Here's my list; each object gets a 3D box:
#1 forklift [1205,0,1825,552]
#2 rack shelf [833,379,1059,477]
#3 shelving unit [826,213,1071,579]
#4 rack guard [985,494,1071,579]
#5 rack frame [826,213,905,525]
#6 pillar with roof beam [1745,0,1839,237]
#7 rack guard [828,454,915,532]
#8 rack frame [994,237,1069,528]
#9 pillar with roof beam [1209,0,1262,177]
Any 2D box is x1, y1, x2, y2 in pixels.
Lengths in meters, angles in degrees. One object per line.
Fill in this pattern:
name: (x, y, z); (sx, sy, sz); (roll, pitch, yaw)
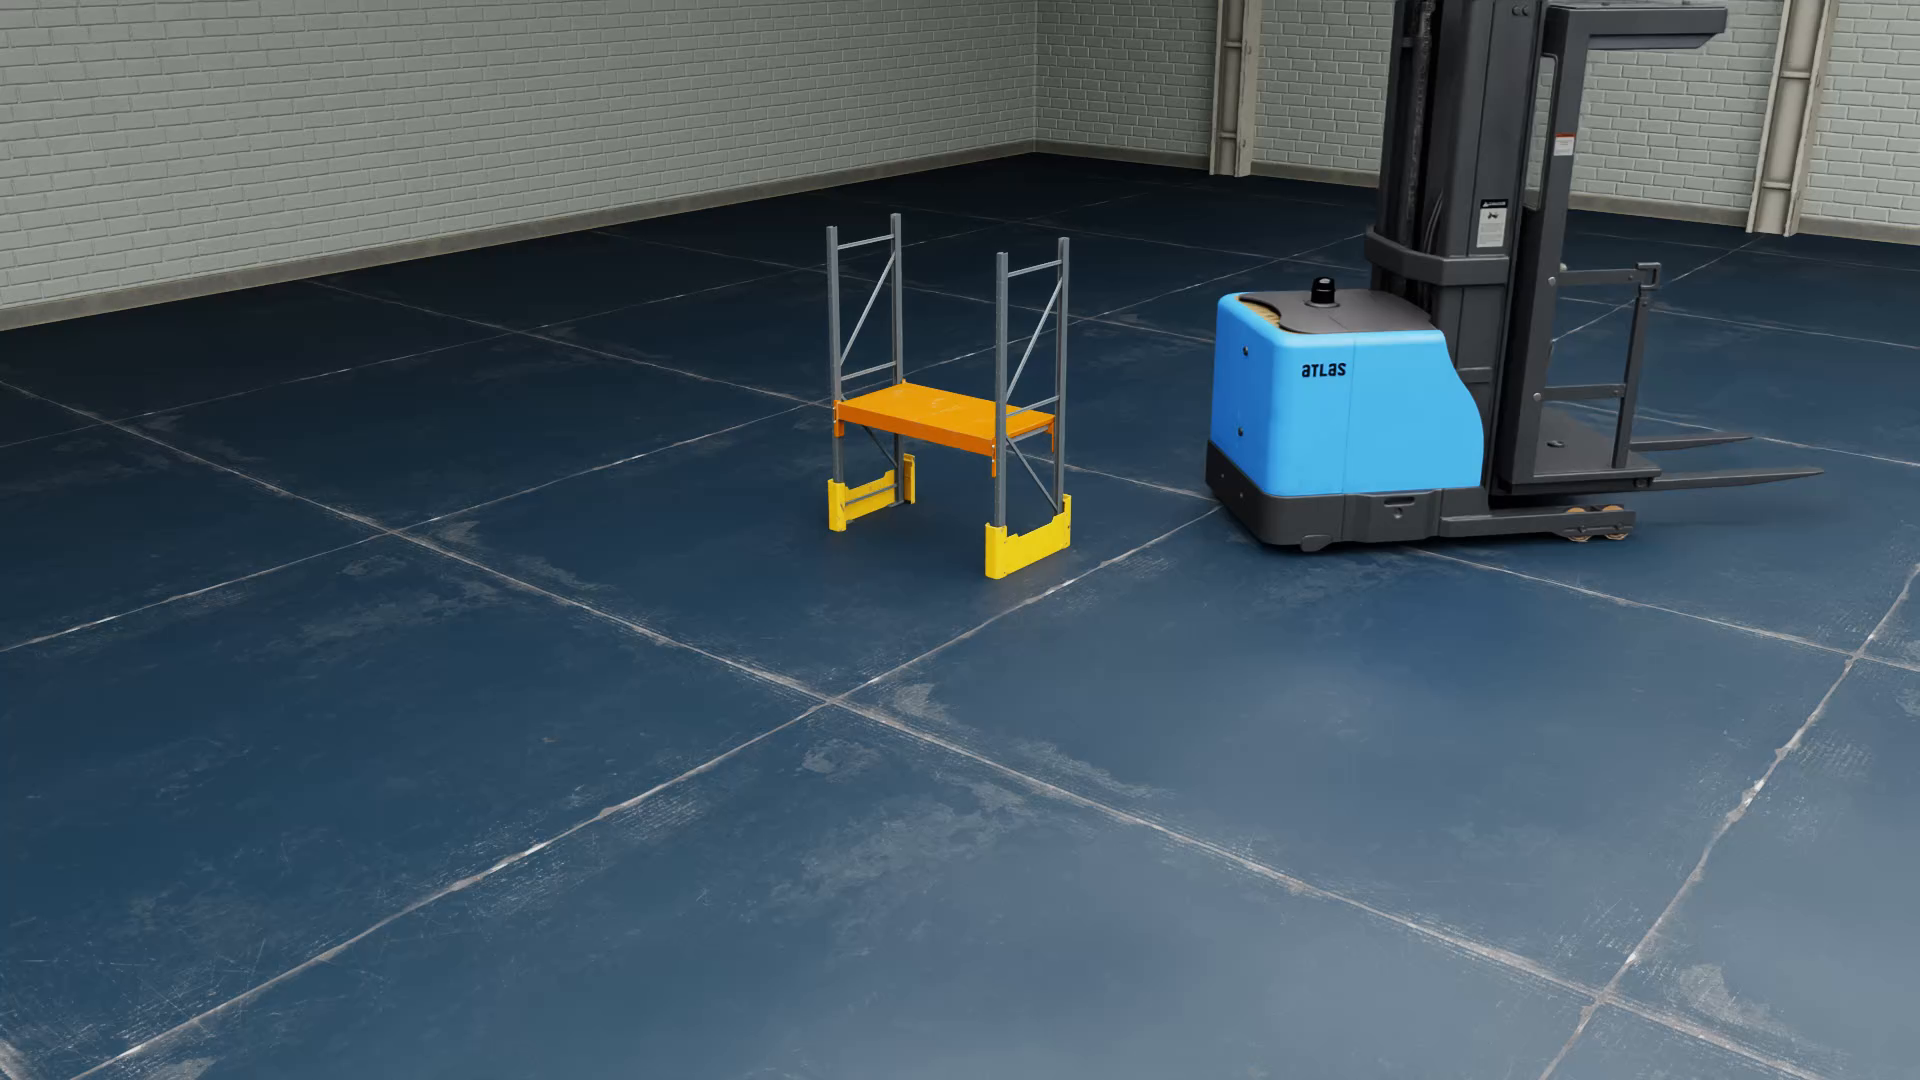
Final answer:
forklift: (2.857, -1.541, 8.100); (3.031, 2.935, 1.130); (-3, 21, -9)
rack shelf: (-0.066, -0.552, 8.017); (1.000, 0.185, 0.538); (16, 26, 36)
shelving unit: (-0.059, -0.719, 7.949); (1.083, 1.500, 0.587); (16, 26, 36)
rack guard: (0.327, -0.023, 7.875); (0.087, 0.250, 0.587); (16, 26, 36)
rack frame: (-0.460, -0.834, 8.255); (0.032, 1.500, 0.500); (16, 26, 36)
pillar with roof beam: (5.111, -6.006, 11.343); (0.400, 9.000, 9.100); (16, 26, 36)
rack guard: (-0.445, -0.245, 8.464); (0.087, 0.250, 0.587); (16, 26, 36)
rack frame: (0.328, -0.607, 7.653); (0.032, 1.500, 0.500); (16, 26, 36)
pillar with roof beam: (0.463, -7.345, 14.892); (0.400, 9.000, 9.100); (16, 26, 36)
